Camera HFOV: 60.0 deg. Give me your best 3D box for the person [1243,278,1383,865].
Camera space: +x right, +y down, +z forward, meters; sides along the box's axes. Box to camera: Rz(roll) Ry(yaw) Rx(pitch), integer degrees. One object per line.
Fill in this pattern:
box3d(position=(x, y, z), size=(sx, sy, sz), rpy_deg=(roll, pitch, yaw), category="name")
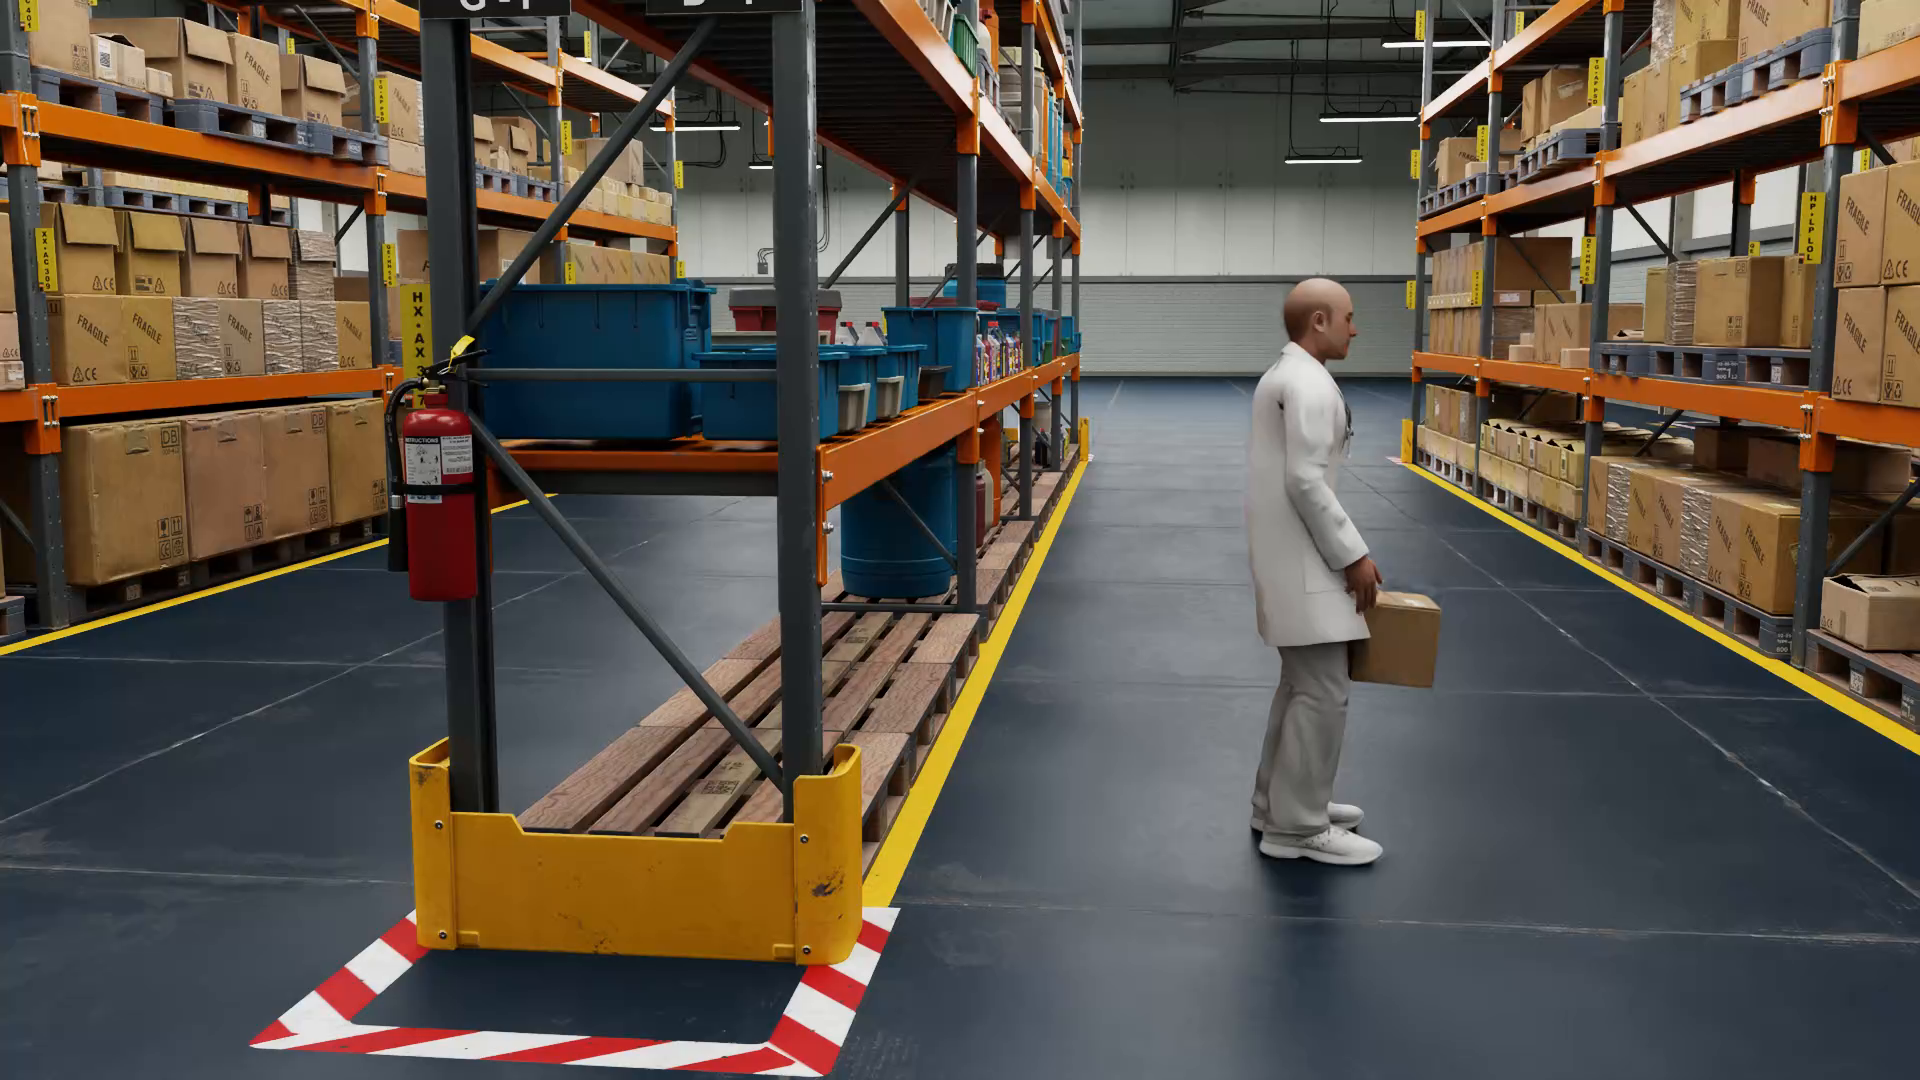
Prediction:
box3d(position=(1.102, 0.080, 5.215), size=(0.424, 1.779, 0.586), rpy_deg=(1, 7, 5), category="person")
